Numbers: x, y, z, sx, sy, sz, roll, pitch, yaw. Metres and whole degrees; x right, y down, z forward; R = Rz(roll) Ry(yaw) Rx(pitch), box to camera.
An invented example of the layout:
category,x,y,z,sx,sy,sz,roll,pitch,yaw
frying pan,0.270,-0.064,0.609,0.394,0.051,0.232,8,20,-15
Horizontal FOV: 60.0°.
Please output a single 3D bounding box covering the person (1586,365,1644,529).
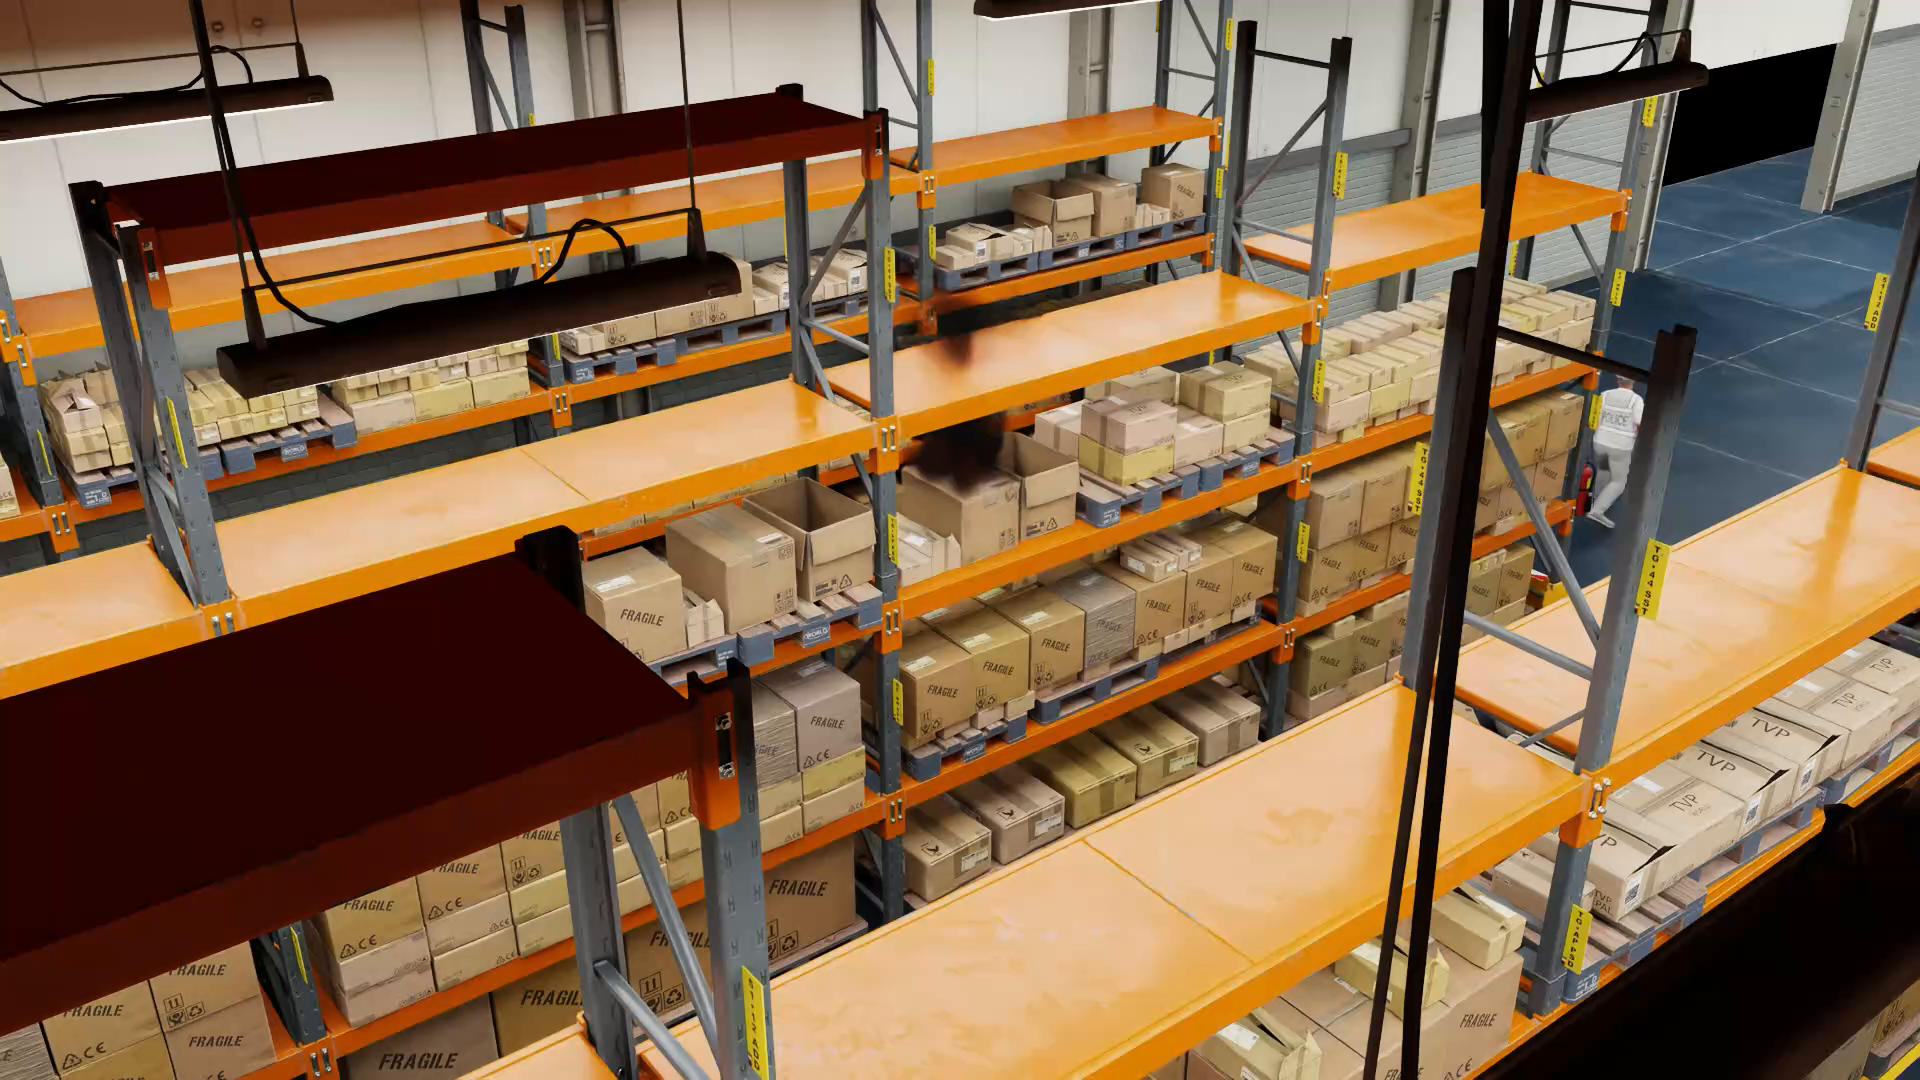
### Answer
category,x,y,z,sx,sy,sz,roll,pitch,yaw
person,7.136,-1.035,18.308,0.725,1.692,0.856,22,34,37
